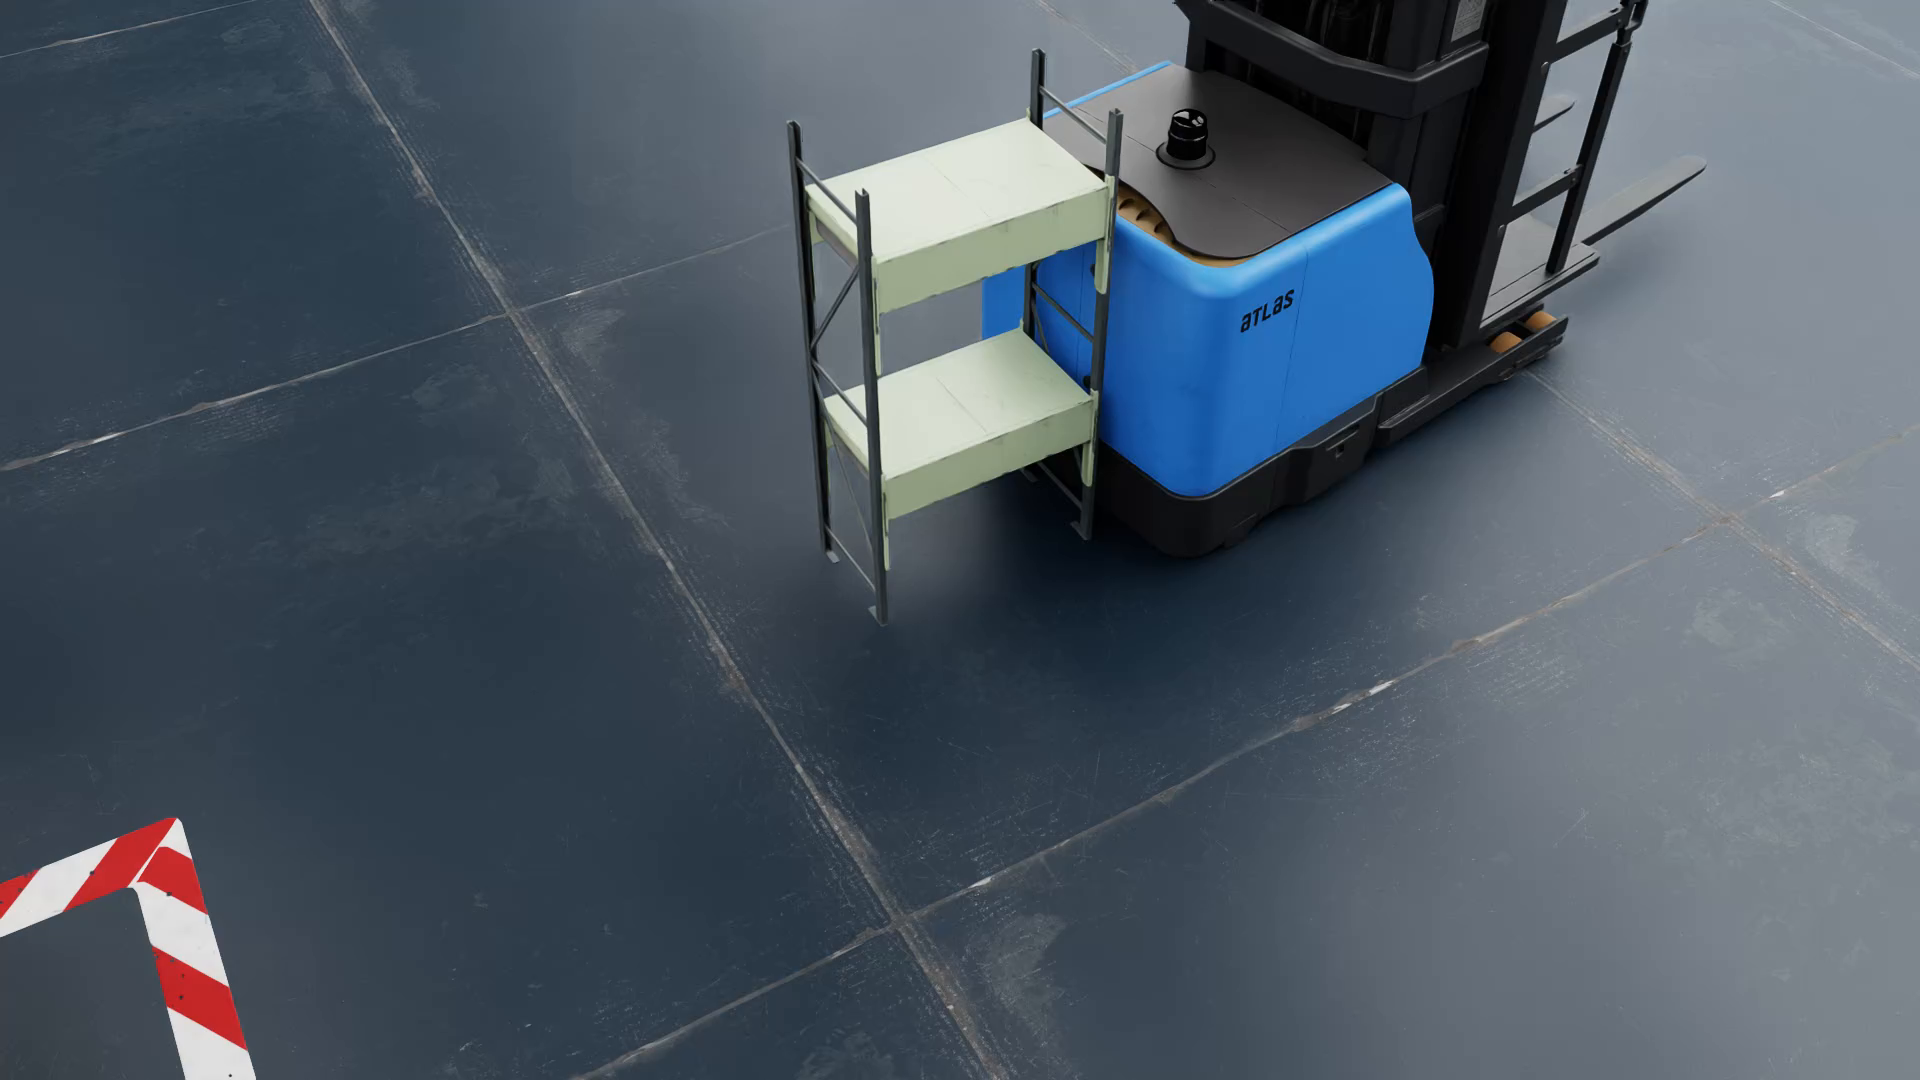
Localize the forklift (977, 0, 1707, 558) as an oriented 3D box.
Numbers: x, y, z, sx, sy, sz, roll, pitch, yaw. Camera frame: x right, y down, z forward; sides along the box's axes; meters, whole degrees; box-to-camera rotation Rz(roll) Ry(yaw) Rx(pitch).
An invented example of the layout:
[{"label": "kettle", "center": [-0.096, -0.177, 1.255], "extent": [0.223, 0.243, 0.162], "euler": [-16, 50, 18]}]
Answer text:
[{"label": "forklift", "center": [1.515, -1.867, 5.069], "extent": [3.031, 2.935, 1.130], "euler": [-30, 51, -27]}]

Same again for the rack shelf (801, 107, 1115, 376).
[{"label": "rack shelf", "center": [-0.011, -0.808, 4.445], "extent": [0.720, 0.370, 0.431], "euler": [-23, 48, -22]}]

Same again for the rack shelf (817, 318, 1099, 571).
[{"label": "rack shelf", "center": [-0.011, -0.294, 4.944], "extent": [0.720, 0.370, 0.431], "euler": [-23, 48, -22]}]

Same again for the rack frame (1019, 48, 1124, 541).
[{"label": "rack frame", "center": [0.303, -0.658, 4.851], "extent": [0.023, 1.500, 0.400], "euler": [-23, 48, -22]}]

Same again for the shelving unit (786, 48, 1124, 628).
[{"label": "shelving unit", "center": [-0.011, -0.528, 4.717], "extent": [0.755, 1.500, 0.431], "euler": [-23, 48, -22]}]

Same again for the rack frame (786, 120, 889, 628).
[{"label": "rack frame", "center": [-0.326, -0.397, 4.583], "extent": [0.023, 1.500, 0.400], "euler": [-23, 48, -22]}]
